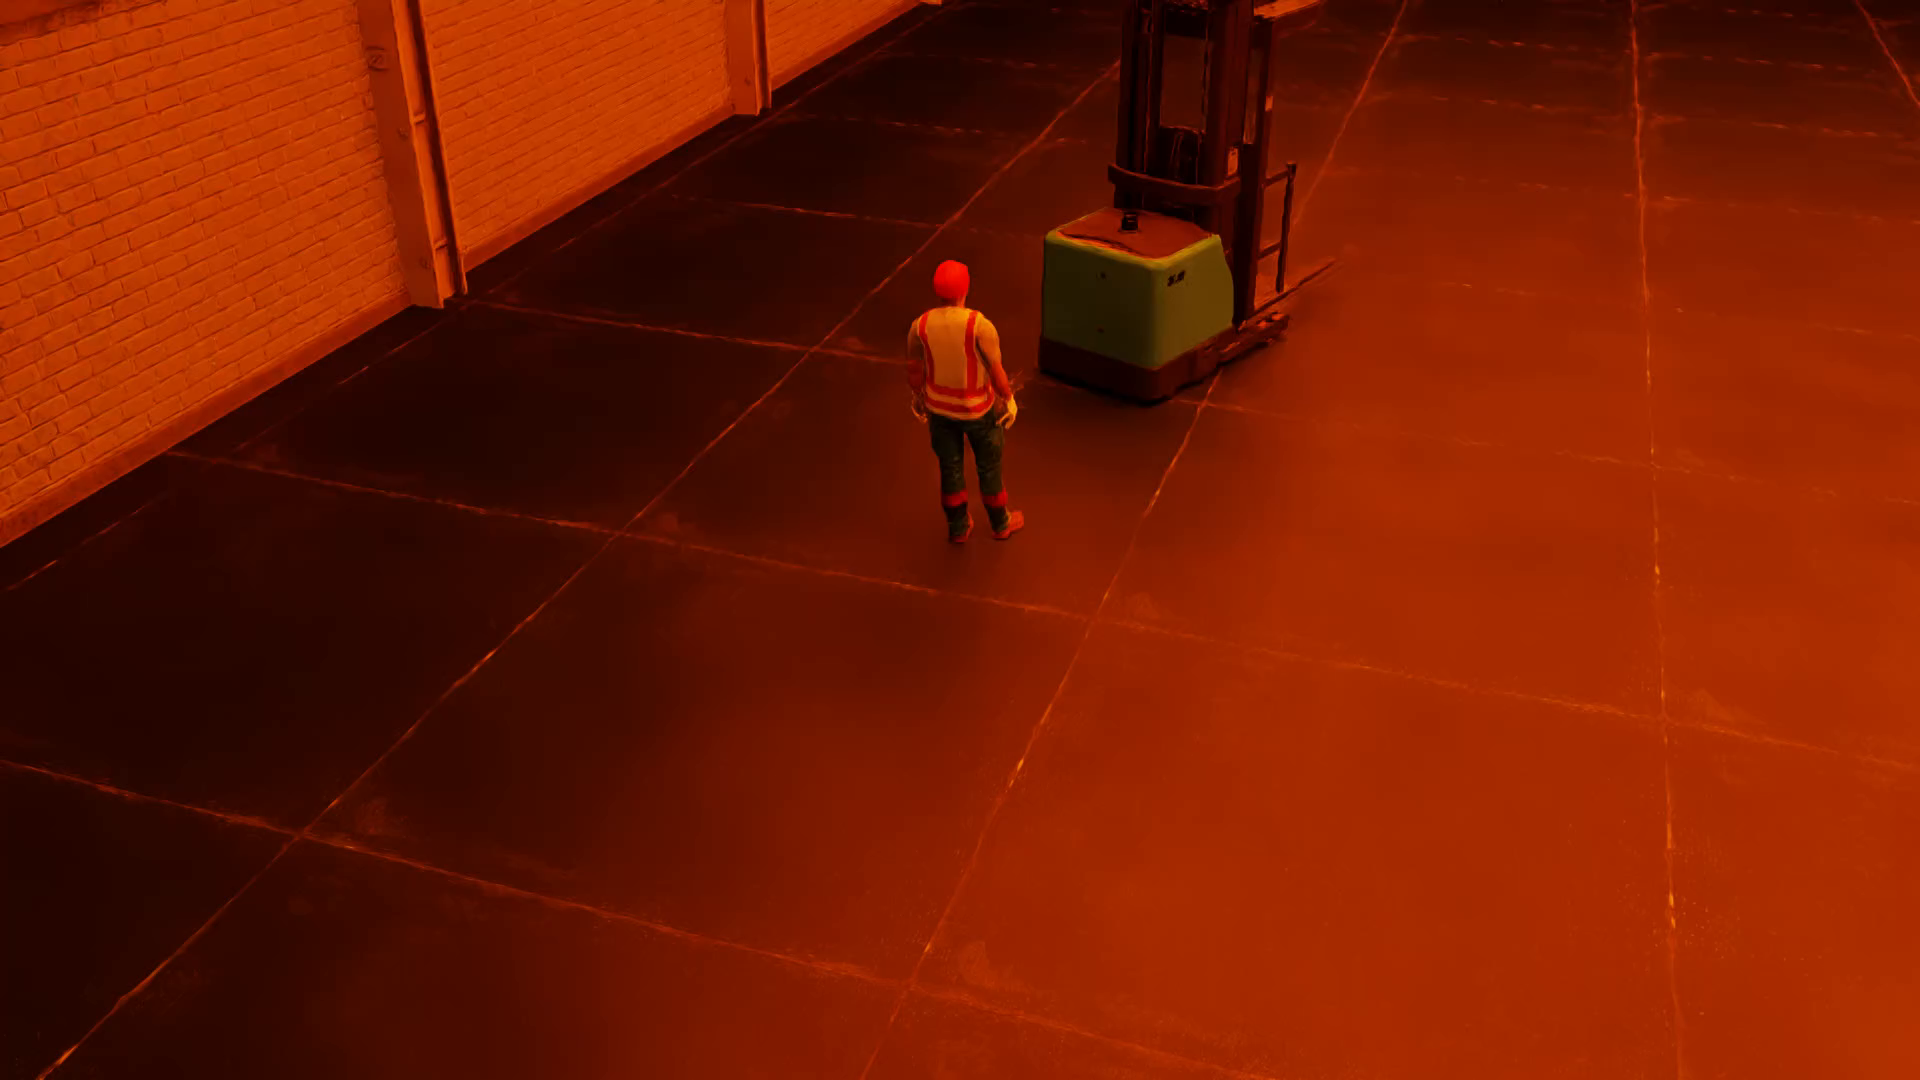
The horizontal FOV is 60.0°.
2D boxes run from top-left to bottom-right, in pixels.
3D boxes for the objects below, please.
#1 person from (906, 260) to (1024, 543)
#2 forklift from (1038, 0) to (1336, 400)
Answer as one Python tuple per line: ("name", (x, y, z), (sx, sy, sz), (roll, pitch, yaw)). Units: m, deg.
("person", (0.036, -0.819, 9.712), (0.637, 1.787, 0.563), (10, 31, 16))
("forklift", (1.890, -2.921, 12.261), (1.130, 2.935, 3.031), (22, 36, 33))
